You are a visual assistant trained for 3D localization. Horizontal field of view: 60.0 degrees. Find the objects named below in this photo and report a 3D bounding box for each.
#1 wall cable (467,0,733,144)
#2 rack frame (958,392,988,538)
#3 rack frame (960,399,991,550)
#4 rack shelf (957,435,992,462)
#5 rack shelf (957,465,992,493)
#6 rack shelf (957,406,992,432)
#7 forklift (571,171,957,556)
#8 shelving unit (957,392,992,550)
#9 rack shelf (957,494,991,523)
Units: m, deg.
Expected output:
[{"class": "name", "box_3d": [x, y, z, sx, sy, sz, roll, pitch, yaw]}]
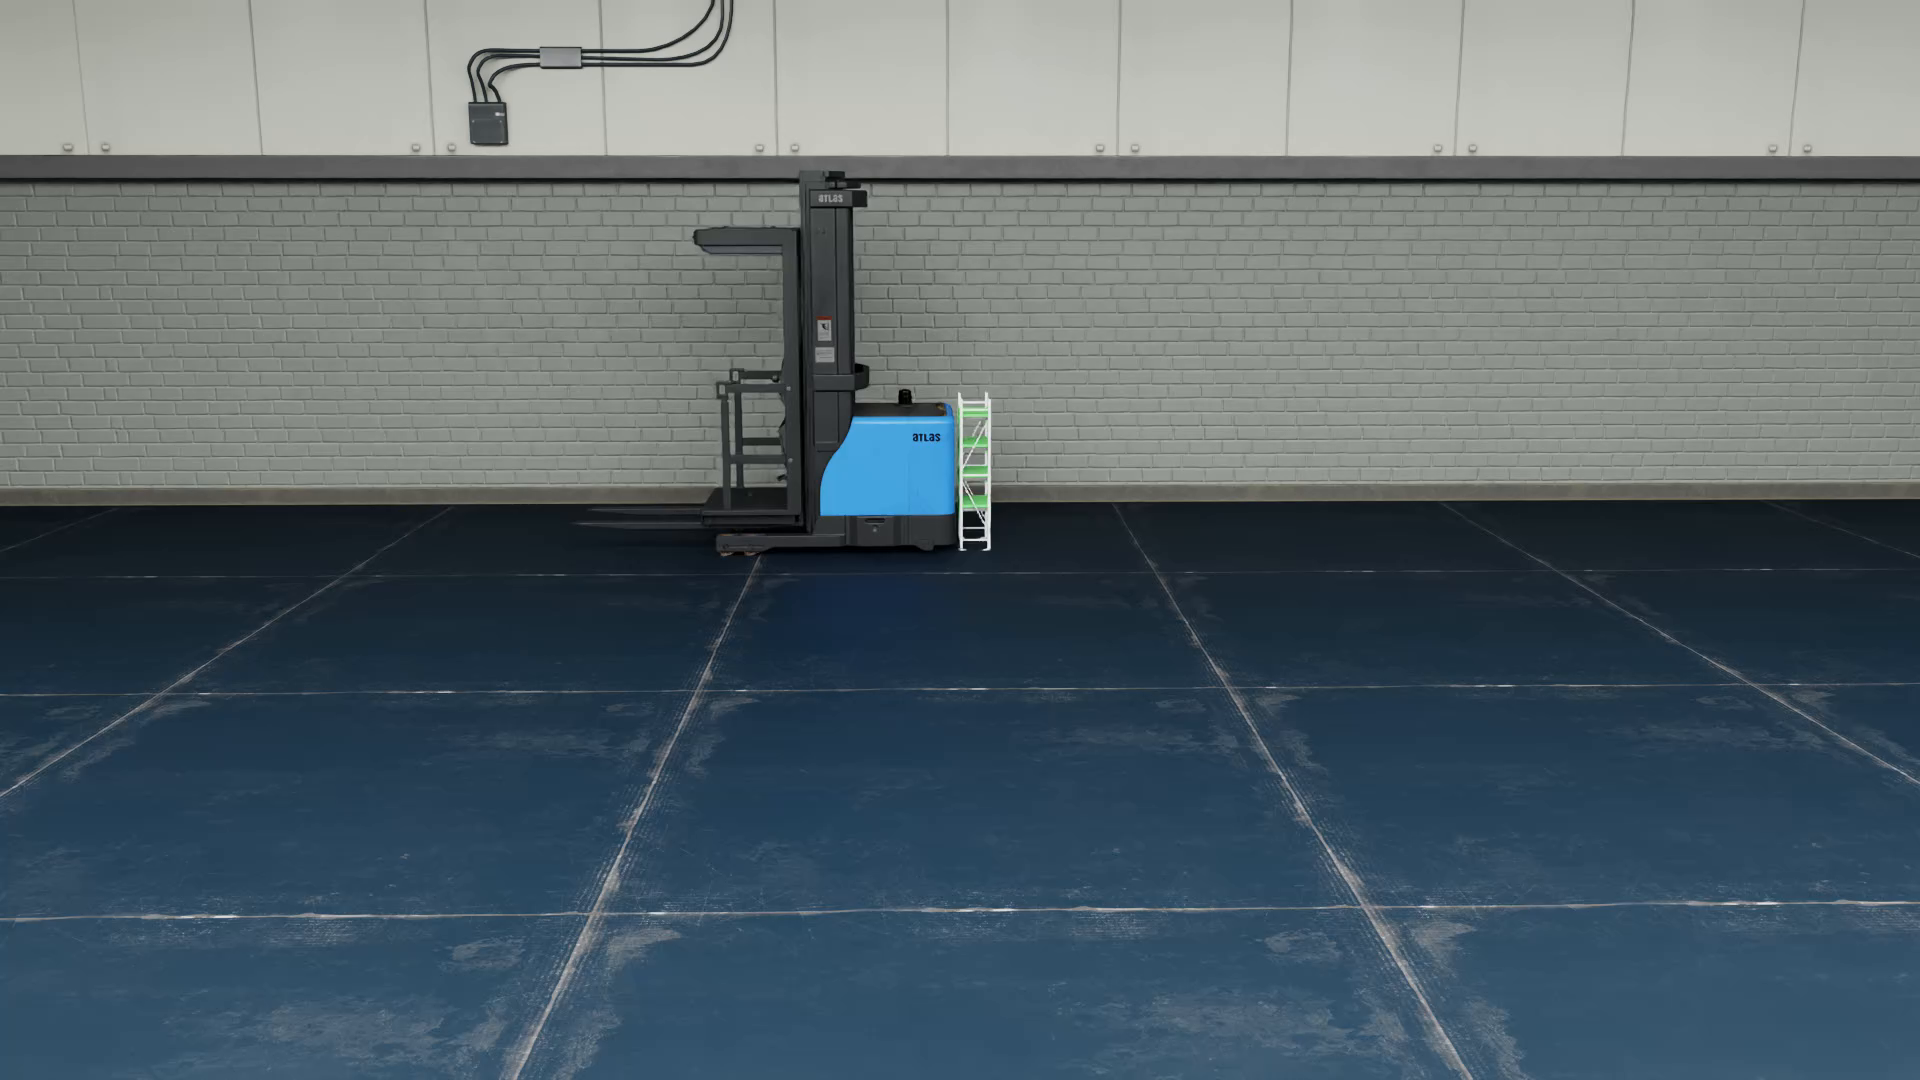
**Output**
[{"class": "wall cable", "box_3d": [-3.105, -6.400, 13.918, 2.305, 6.003, 0.169, 0, 11, -1]}, {"class": "rack frame", "box_3d": [0.104, -0.604, 13.521, 0.240, 1.200, 0.015, 0, 11, -2]}, {"class": "rack frame", "box_3d": [0.119, -0.507, 13.043, 0.240, 1.200, 0.015, 0, 11, -2]}, {"class": "rack shelf", "box_3d": [0.112, -0.729, 13.247, 0.258, 0.148, 0.480, 0, 11, -2]}, {"class": "rack shelf", "box_3d": [0.112, -0.493, 13.294, 0.258, 0.148, 0.480, 0, 11, -2]}, {"class": "rack shelf", "box_3d": [0.112, -0.964, 13.199, 0.258, 0.148, 0.480, 0, 11, -2]}, {"class": "forklift", "box_3d": [-1.555, -1.421, 13.190, 3.031, 2.935, 1.130, 0, 11, -2]}, {"class": "shelving unit", "box_3d": [0.112, -0.556, 13.282, 0.258, 1.200, 0.503, 0, 11, -2]}, {"class": "rack shelf", "box_3d": [0.111, -0.258, 13.342, 0.258, 0.148, 0.480, 0, 11, -2]}]
